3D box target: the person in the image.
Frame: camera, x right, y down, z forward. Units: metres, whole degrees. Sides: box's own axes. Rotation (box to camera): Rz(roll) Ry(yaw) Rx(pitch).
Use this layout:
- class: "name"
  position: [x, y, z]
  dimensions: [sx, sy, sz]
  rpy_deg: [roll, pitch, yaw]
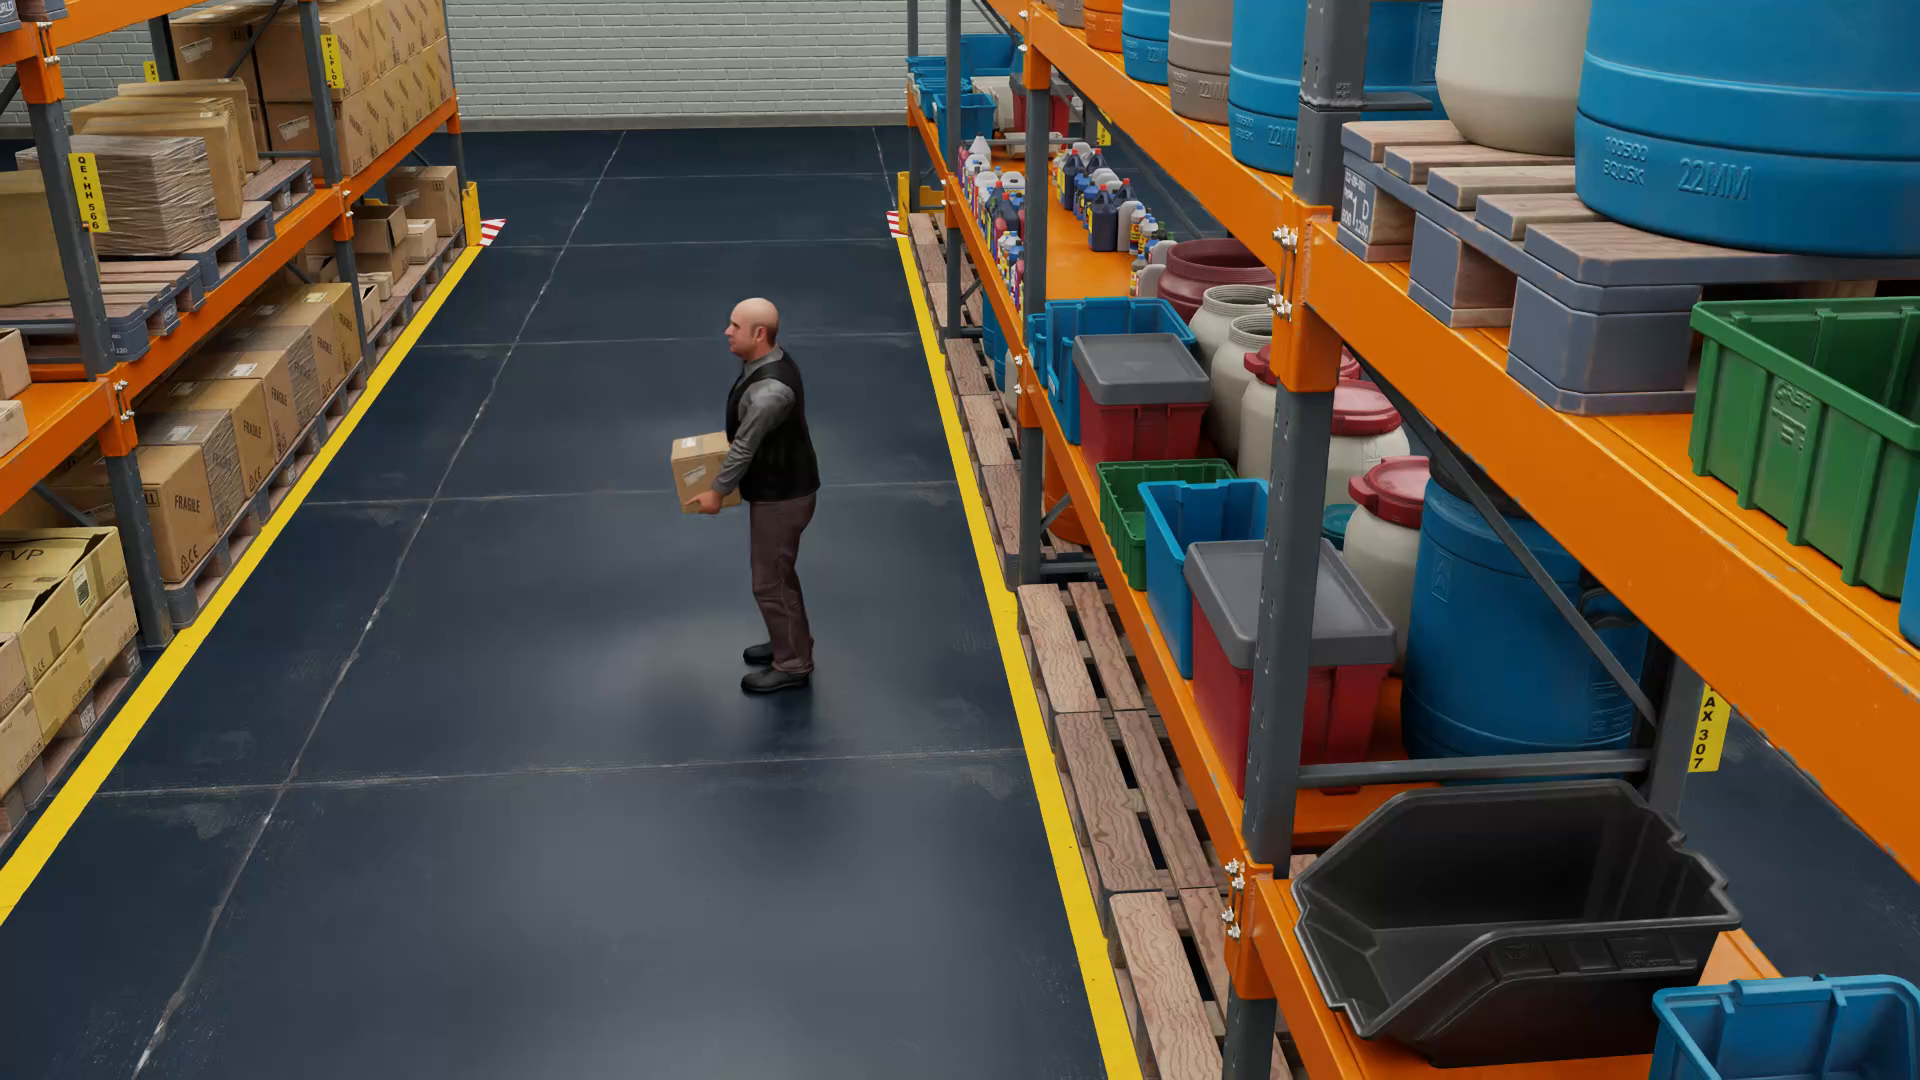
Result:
- class: "person"
  position: [-0.877, -0.187, 7.069]
  dimensions: [0.567, 1.719, 0.493]
  rpy_deg: [-3, 24, -6]
